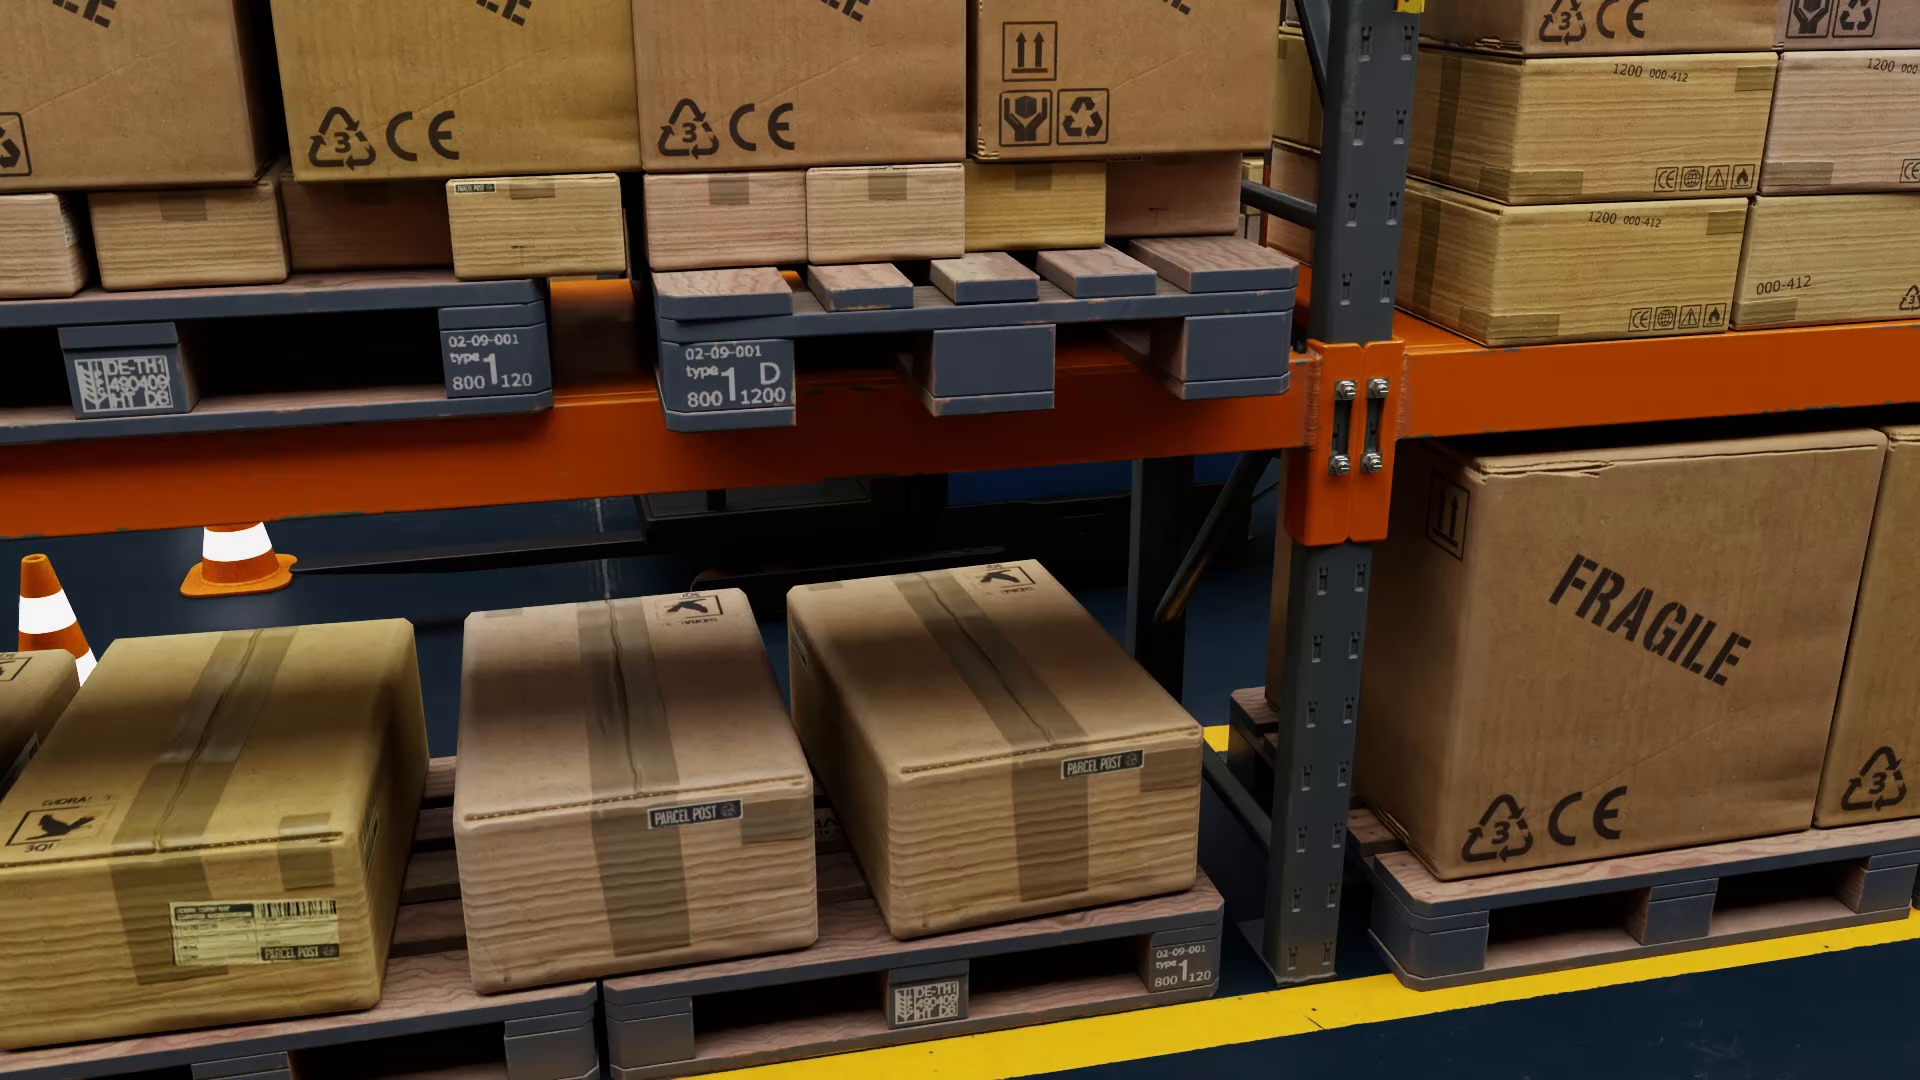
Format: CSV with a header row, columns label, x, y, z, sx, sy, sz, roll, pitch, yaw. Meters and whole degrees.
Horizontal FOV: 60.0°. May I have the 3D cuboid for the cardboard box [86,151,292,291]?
label,x,y,z,sx,sy,sz,roll,pitch,yaw
cardboard box,-1.168,-0.502,2.580,0.250,0.149,0.380,-5,21,-14

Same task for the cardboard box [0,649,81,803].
label,x,y,z,sx,sy,sz,roll,pitch,yaw
cardboard box,-2.098,0.576,3.092,0.625,0.372,0.950,-3,20,-9

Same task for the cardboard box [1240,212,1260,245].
label,x,y,z,sx,sy,sz,roll,pitch,yaw
cardboard box,1.580,-1.444,8.418,0.500,0.500,0.500,-5,21,-14

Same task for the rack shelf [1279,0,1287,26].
label,x,y,z,sx,sy,sz,roll,pitch,yaw
rack shelf,1.289,-1.622,5.195,0.480,0.518,0.431,13,24,31

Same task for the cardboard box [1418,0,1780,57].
label,x,y,z,sx,sy,sz,roll,pitch,yaw
cardboard box,1.122,-1.151,2.996,0.500,0.500,0.500,-5,21,-14

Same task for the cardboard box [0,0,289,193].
label,x,y,z,sx,sy,sz,roll,pitch,yaw
cardboard box,-1.315,-0.804,2.460,0.500,0.500,0.500,-6,21,-15

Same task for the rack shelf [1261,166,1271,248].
label,x,y,z,sx,sy,sz,roll,pitch,yaw
rack shelf,1.289,-0.965,5.435,0.480,0.518,0.431,13,24,31

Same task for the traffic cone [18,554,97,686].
label,x,y,z,sx,sy,sz,roll,pitch,yaw
traffic cone,-2.422,0.264,4.421,0.334,0.463,0.336,-5,21,-12

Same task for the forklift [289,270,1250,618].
label,x,y,z,sx,sy,sz,roll,pitch,yaw
forklift,-0.608,-1.320,5.157,3.031,2.935,1.130,-5,21,-14

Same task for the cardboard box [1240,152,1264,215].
label,x,y,z,sx,sy,sz,roll,pitch,yaw
cardboard box,1.560,-1.792,8.278,0.500,0.250,0.500,-6,21,-15

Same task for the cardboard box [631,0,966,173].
label,x,y,z,sx,sy,sz,roll,pitch,yaw
cardboard box,-0.293,-0.887,2.687,0.500,0.500,0.500,-5,21,-13

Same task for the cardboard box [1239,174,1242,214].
label,x,y,z,sx,sy,sz,roll,pitch,yaw
cardboard box,1.054,-1.750,8.165,0.500,0.250,0.500,-4,21,-12

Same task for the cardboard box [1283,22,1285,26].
label,x,y,z,sx,sy,sz,roll,pitch,yaw
cardboard box,1.374,-2.499,8.030,0.250,0.149,0.380,-5,21,-14

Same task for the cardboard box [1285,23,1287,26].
label,x,y,z,sx,sy,sz,roll,pitch,yaw
cardboard box,1.634,-2.520,8.088,0.250,0.149,0.380,-4,20,-10

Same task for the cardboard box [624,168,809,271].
label,x,y,z,sx,sy,sz,roll,pitch,yaw
cardboard box,-0.405,-0.554,2.721,0.250,0.149,0.380,-6,21,-15

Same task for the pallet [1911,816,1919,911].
label,x,y,z,sx,sy,sz,roll,pitch,yaw
pallet,2.556,0.500,4.143,1.213,0.211,1.003,-5,21,-12

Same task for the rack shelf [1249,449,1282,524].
label,x,y,z,sx,sy,sz,roll,pitch,yaw
rack shelf,1.289,-0.307,5.676,0.480,0.518,0.431,13,24,31

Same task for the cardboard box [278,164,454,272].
label,x,y,z,sx,sy,sz,roll,pitch,yaw
cardboard box,-0.943,-0.550,2.709,0.250,0.149,0.380,-4,21,-12

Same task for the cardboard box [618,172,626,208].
label,x,y,z,sx,sy,sz,roll,pitch,yaw
cardboard box,-0.605,-0.761,3.285,0.250,0.149,0.380,-5,21,-12

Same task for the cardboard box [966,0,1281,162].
label,x,y,z,sx,sy,sz,roll,pitch,yaw
cardboard box,0.208,-0.932,2.809,0.500,0.500,0.500,-5,21,-14

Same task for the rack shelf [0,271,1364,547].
label,x,y,z,sx,sy,sz,roll,pitch,yaw
rack shelf,-1.360,-0.181,2.994,4.000,0.370,1.077,-5,21,-12

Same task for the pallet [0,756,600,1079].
label,x,y,z,sx,sy,sz,roll,pitch,yaw
pallet,-1.359,0.789,3.354,1.213,0.211,1.003,-5,21,-12

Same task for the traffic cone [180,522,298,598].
label,x,y,z,sx,sy,sz,roll,pitch,yaw
traffic cone,-2.370,-0.094,5.398,0.334,0.463,0.336,-5,21,-12

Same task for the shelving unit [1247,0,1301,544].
label,x,y,z,sx,sy,sz,roll,pitch,yaw
shelving unit,1.289,-0.978,5.431,0.503,2.100,0.431,13,24,31

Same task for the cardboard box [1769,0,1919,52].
label,x,y,z,sx,sy,sz,roll,pitch,yaw
cardboard box,1.603,-1.193,3.112,0.500,0.500,0.500,-5,21,-12

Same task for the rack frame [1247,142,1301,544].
label,x,y,z,sx,sy,sz,roll,pitch,yaw
rack frame,1.084,-1.023,5.555,0.015,2.100,0.400,13,24,31

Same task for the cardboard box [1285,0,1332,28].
label,x,y,z,sx,sy,sz,roll,pitch,yaw
cardboard box,1.029,-1.322,3.464,0.500,0.500,0.500,-5,21,-14

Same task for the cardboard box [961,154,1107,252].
label,x,y,z,sx,sy,sz,roll,pitch,yaw
cardboard box,0.077,-0.606,2.863,0.250,0.149,0.380,-4,21,-12

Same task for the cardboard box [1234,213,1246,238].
label,x,y,z,sx,sy,sz,roll,pitch,yaw
cardboard box,1.083,-1.403,8.308,0.500,0.500,0.500,-5,21,-14

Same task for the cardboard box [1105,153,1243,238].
label,x,y,z,sx,sy,sz,roll,pitch,yaw
cardboard box,0.321,-0.652,2.987,0.250,0.149,0.380,-4,20,-10

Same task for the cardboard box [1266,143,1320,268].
label,x,y,z,sx,sy,sz,roll,pitch,yaw
cardboard box,1.019,-0.734,3.674,0.500,0.250,0.500,-5,21,-14

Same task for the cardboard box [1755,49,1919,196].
label,x,y,z,sx,sy,sz,roll,pitch,yaw
cardboard box,1.639,-0.839,3.236,0.500,0.250,0.500,-4,21,-11

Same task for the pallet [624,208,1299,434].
label,x,y,z,sx,sy,sz,roll,pitch,yaw
pallet,-0.083,-0.495,3.084,1.003,0.211,1.213,-5,21,-12

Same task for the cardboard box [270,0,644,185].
label,x,y,z,sx,sy,sz,roll,pitch,yaw
cardboard box,-0.784,-0.847,2.577,0.500,0.500,0.500,-6,21,-16

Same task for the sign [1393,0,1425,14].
label,x,y,z,sx,sy,sz,roll,pitch,yaw
sign,0.720,-1.003,2.623,0.005,0.325,0.100,-5,21,-12

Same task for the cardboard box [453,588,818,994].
label,x,y,z,sx,sy,sz,roll,pitch,yaw
cardboard box,-0.682,0.462,3.402,0.625,0.372,0.950,-5,21,-14

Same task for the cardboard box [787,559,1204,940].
label,x,y,z,sx,sy,sz,roll,pitch,yaw
cardboard box,0.034,0.401,3.569,0.625,0.372,0.950,-6,21,-16

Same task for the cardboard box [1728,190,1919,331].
label,x,y,z,sx,sy,sz,roll,pitch,yaw
cardboard box,1.616,-0.608,3.331,0.500,0.250,0.500,-5,21,-14

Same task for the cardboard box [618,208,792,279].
label,x,y,z,sx,sy,sz,roll,pitch,yaw
cardboard box,-1.264,-1.449,8.069,0.750,0.750,1.050,-5,21,-13

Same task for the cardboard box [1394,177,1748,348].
label,x,y,z,sx,sy,sz,roll,pitch,yaw
cardboard box,1.120,-0.561,3.204,0.500,0.250,0.500,-5,21,-13

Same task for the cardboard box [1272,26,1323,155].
label,x,y,z,sx,sy,sz,roll,pitch,yaw
cardboard box,0.999,-0.965,3.579,0.500,0.250,0.500,-5,21,-13

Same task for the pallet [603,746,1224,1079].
label,x,y,z,sx,sy,sz,roll,pitch,yaw
pallet,-0.175,0.694,3.614,1.213,0.211,1.003,-5,21,-12

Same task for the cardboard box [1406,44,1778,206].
label,x,y,z,sx,sy,sz,roll,pitch,yaw
cardboard box,1.136,-0.799,3.126,0.500,0.250,0.500,-5,21,-13

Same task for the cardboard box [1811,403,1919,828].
label,x,y,z,sx,sy,sz,roll,pitch,yaw
cardboard box,2.147,0.027,3.857,0.875,0.875,0.875,-4,21,-12

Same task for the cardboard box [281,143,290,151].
label,x,y,z,sx,sy,sz,roll,pitch,yaw
cardboard box,-1.088,-0.680,3.065,0.250,0.149,0.380,-4,20,-10

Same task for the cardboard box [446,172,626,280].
label,x,y,z,sx,sy,sz,roll,pitch,yaw
cardboard box,-0.669,-0.527,2.648,0.250,0.149,0.380,-4,21,-12

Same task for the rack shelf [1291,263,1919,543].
label,x,y,z,sx,sy,sz,roll,pitch,yaw
rack shelf,2.533,-0.498,3.858,4.000,0.370,1.077,-5,21,-12

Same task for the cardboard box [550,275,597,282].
label,x,y,z,sx,sy,sz,roll,pitch,yaw
cardboard box,-2.114,-1.378,7.877,0.750,0.750,1.050,-4,21,-12

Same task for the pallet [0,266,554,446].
label,x,y,z,sx,sy,sz,roll,pitch,yaw
pallet,-1.331,-0.417,2.870,1.213,0.211,1.003,-5,21,-12

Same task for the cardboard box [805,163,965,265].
label,x,y,z,sx,sy,sz,roll,pitch,yaw
cardboard box,-0.158,-0.571,2.768,0.250,0.149,0.380,-5,21,-13

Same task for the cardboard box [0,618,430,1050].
label,x,y,z,sx,sy,sz,roll,pitch,yaw
cardboard box,-1.421,0.520,3.243,0.625,0.372,0.950,-4,20,-11

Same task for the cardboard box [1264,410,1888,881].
label,x,y,z,sx,sy,sz,roll,pitch,yaw
cardboard box,1.278,0.097,3.669,0.875,0.875,0.875,-5,21,-13

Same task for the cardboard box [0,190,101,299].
label,x,y,z,sx,sy,sz,roll,pitch,yaw
cardboard box,-1.421,-0.472,2.496,0.250,0.149,0.380,-4,20,-10

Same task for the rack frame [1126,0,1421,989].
label,x,y,z,sx,sy,sz,roll,pitch,yaw
rack frame,0.586,-0.677,3.302,0.127,3.000,1.000,-5,21,-12

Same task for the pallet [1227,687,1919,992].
label,x,y,z,sx,sy,sz,roll,pitch,yaw
pallet,1.371,0.595,3.883,1.213,0.211,1.003,-5,21,-12

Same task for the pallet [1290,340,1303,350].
label,x,y,z,sx,sy,sz,roll,pitch,yaw
pallet,1.295,-1.173,8.711,1.213,0.211,1.003,-5,21,-12
